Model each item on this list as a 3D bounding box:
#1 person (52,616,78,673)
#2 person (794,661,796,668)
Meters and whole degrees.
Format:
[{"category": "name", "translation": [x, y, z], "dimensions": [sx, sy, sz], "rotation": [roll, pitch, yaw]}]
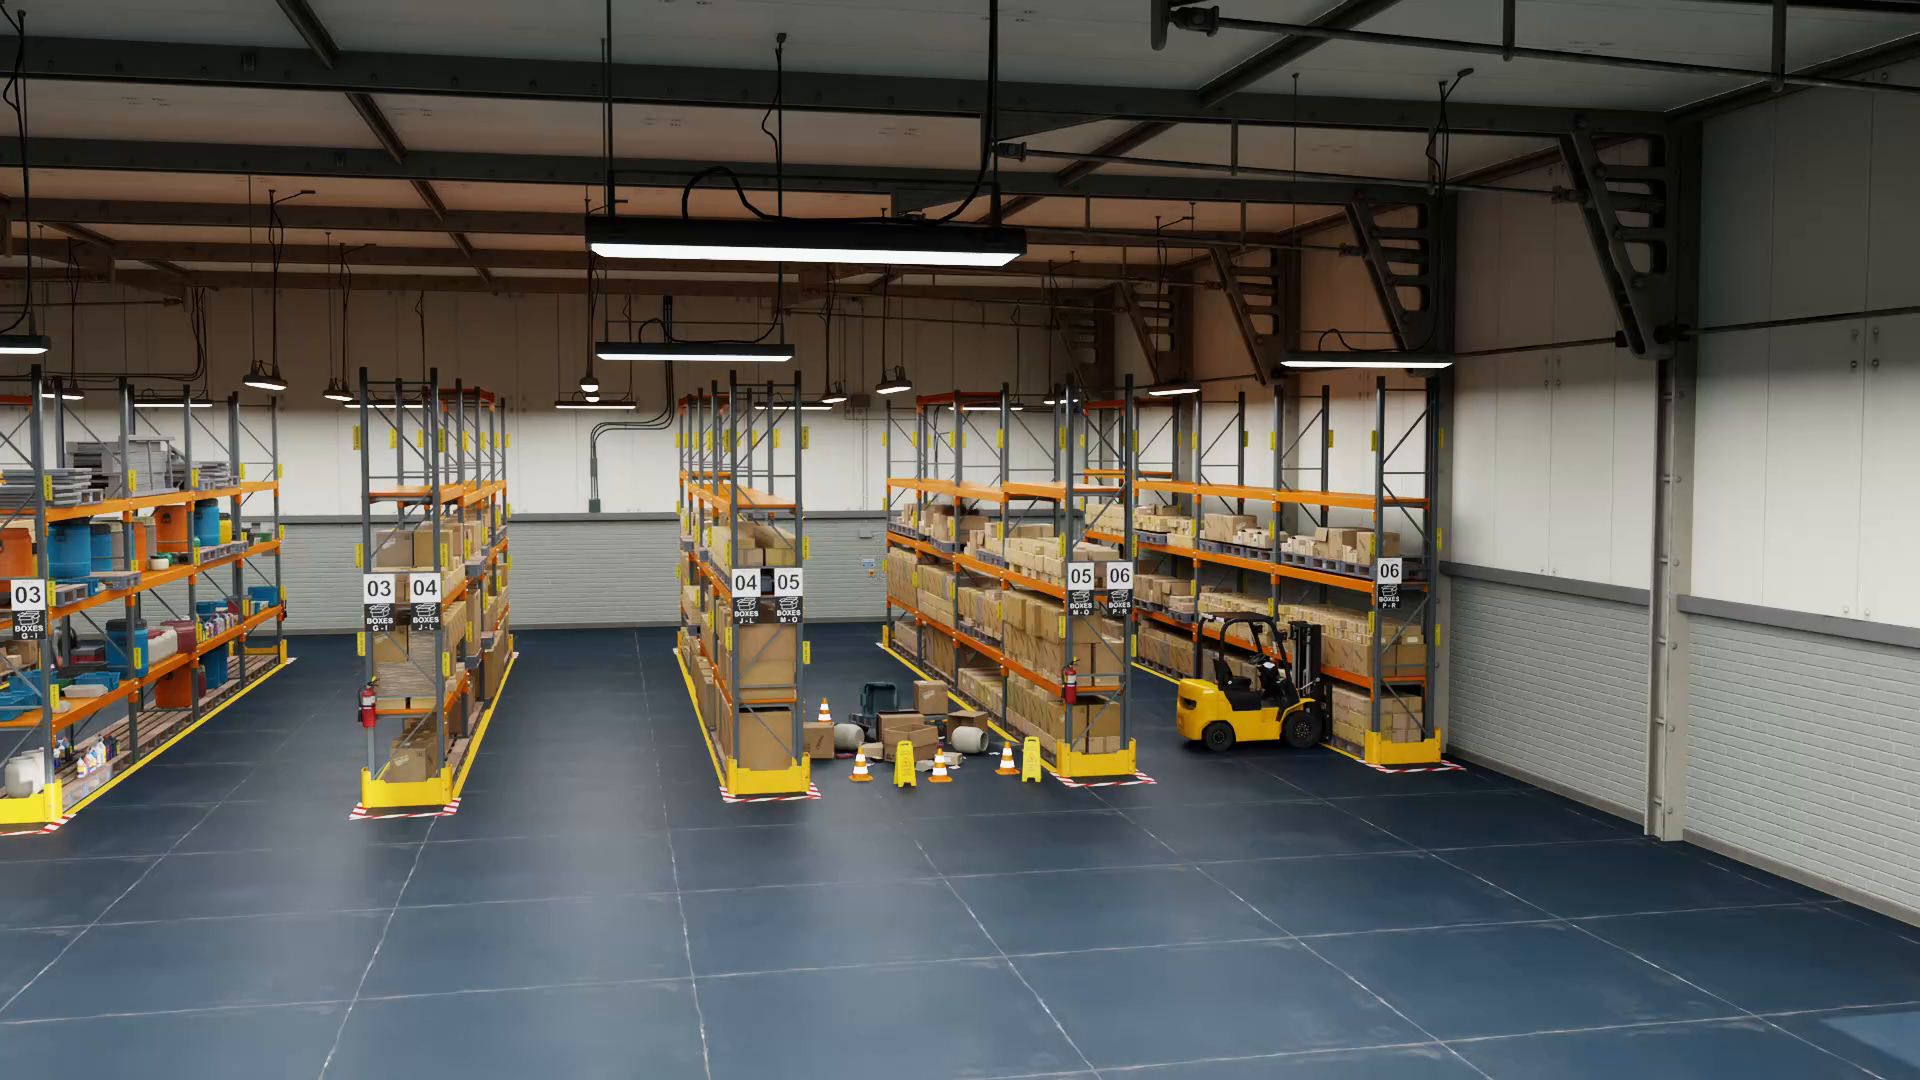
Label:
[{"category": "person", "translation": [-16.960, 2.264, 31.561], "dimensions": [0.469, 1.736, 0.572], "rotation": [2, 4, 29]}, {"category": "person", "translation": [-3.750, 1.986, 36.495], "dimensions": [0.394, 1.677, 0.483], "rotation": [-2, 4, -30]}]
